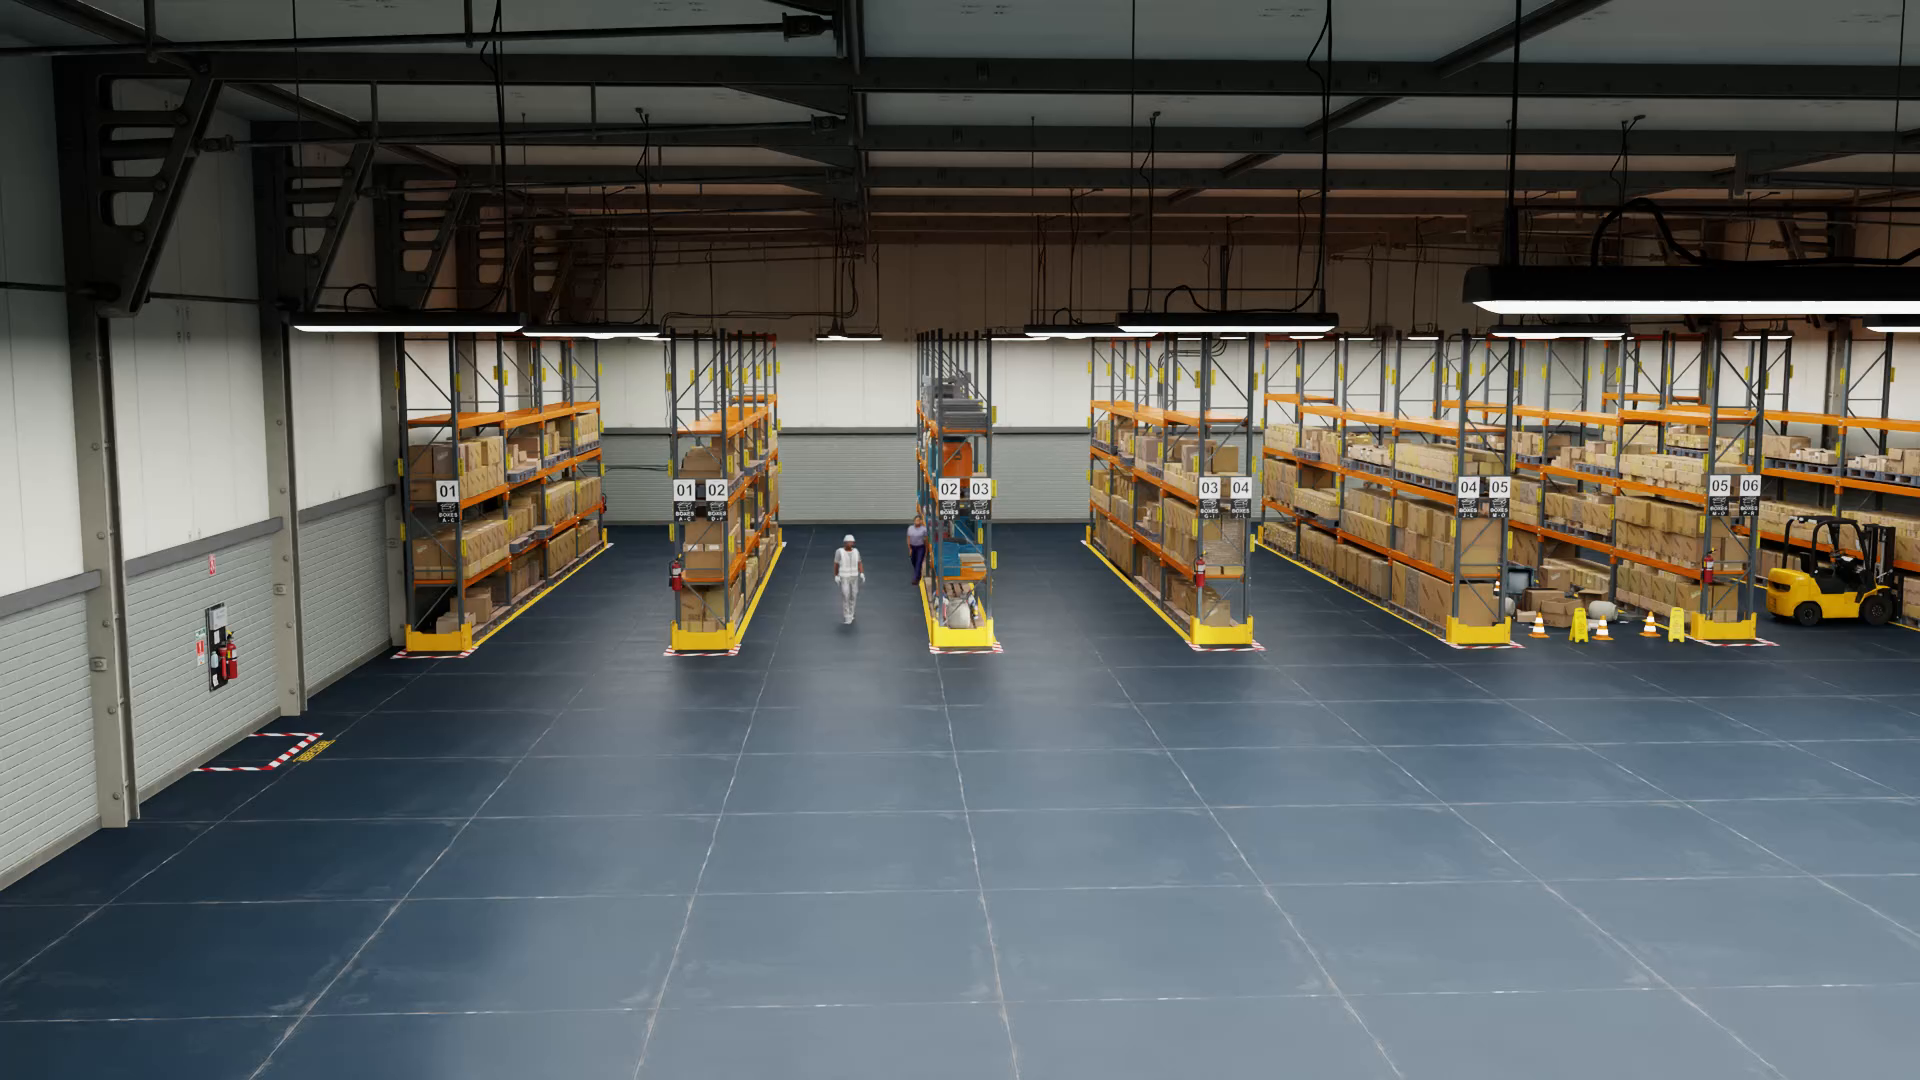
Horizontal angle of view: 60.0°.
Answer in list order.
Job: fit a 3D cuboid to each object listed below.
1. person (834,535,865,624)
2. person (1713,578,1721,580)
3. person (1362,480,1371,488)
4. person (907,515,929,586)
[{"bbox_3d":[-2.241,0.813,34.377,0.570,1.814,0.680,-4,8,-27],"label":"person"},{"bbox_3d":[16.564,0.601,36.501,0.584,1.671,0.765,-1,7,-10],"label":"person"},{"bbox_3d":[11.988,-0.903,48.904,1.019,1.718,0.518,0,7,-2],"label":"person"},{"bbox_3d":[-0.977,0.235,37.550,0.468,1.603,1.065,2,7,13],"label":"person"}]
